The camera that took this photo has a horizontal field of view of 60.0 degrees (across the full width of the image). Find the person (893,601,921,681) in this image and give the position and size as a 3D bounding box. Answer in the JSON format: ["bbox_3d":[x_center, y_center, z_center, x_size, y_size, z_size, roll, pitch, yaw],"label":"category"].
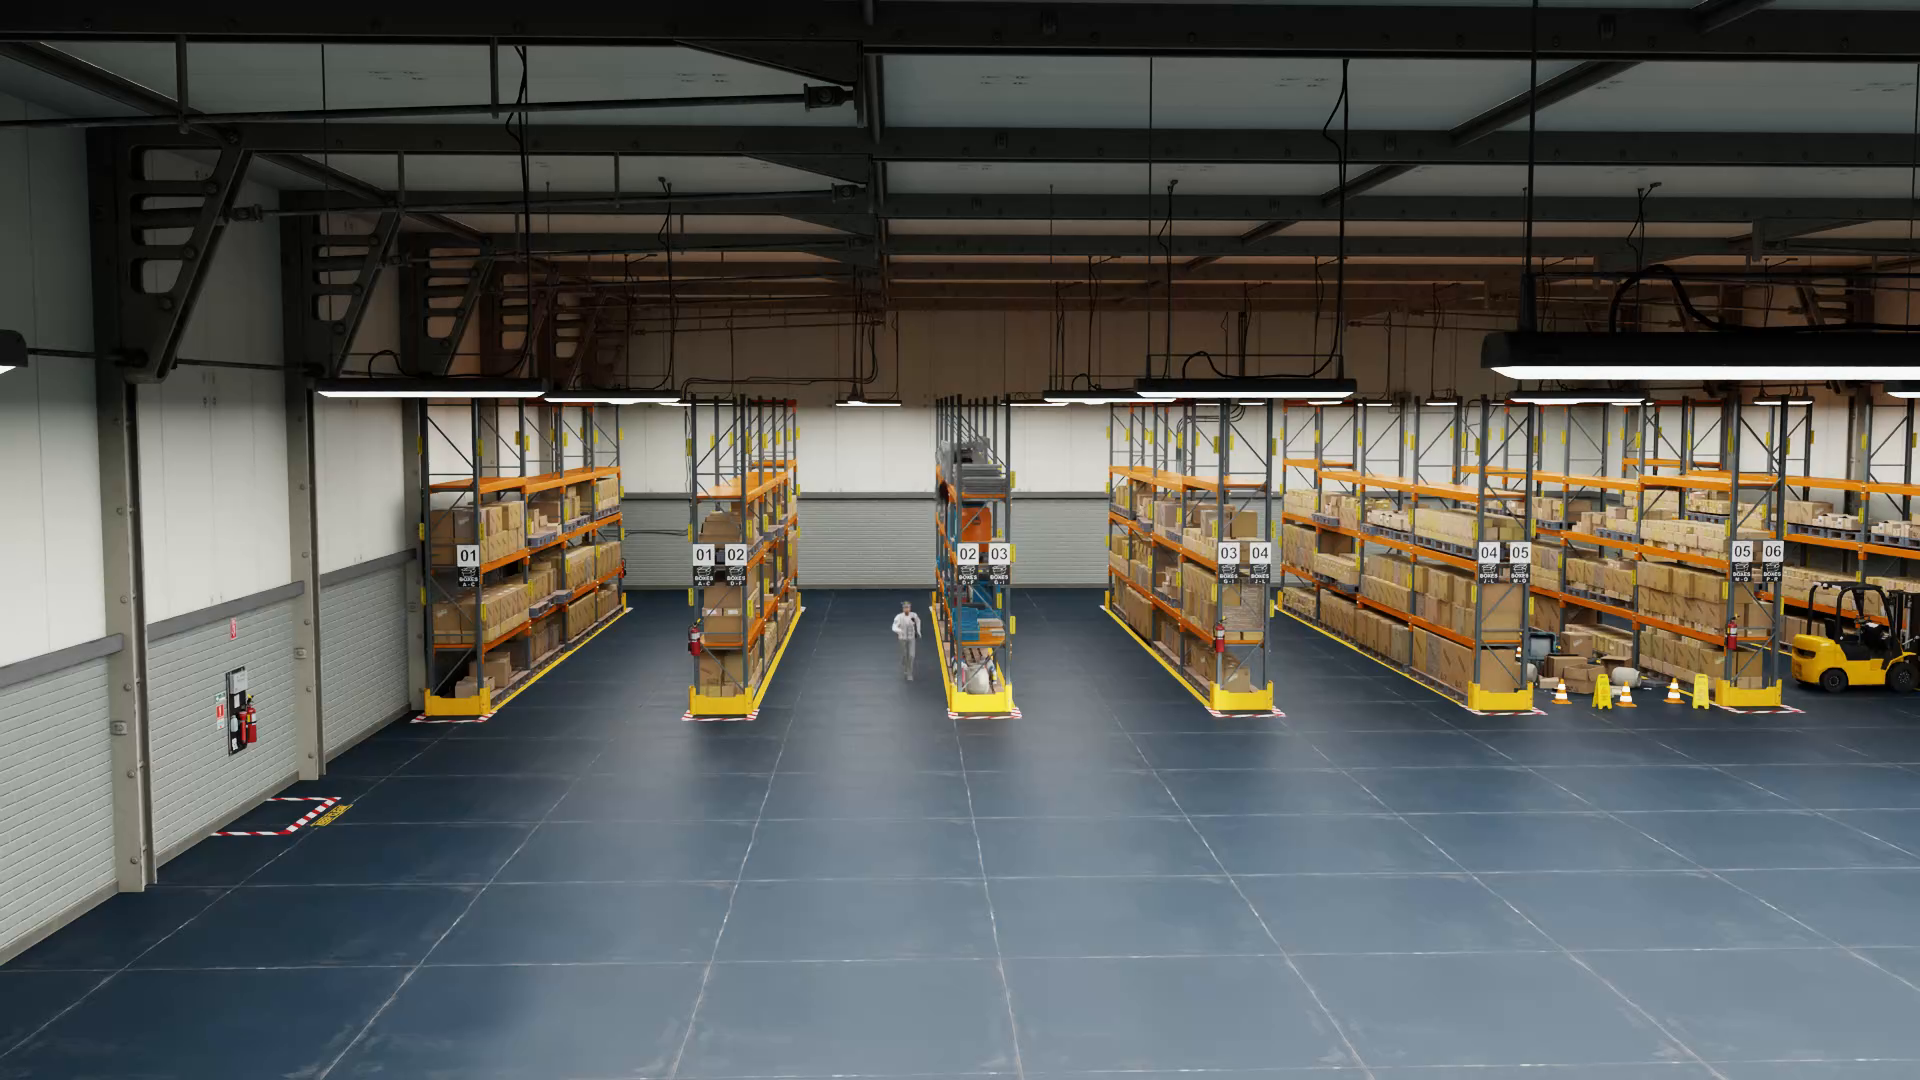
[{"bbox_3d":[-1.127,2.106,35.275,0.615,1.664,0.967,0,5,-4],"label":"person"}]
